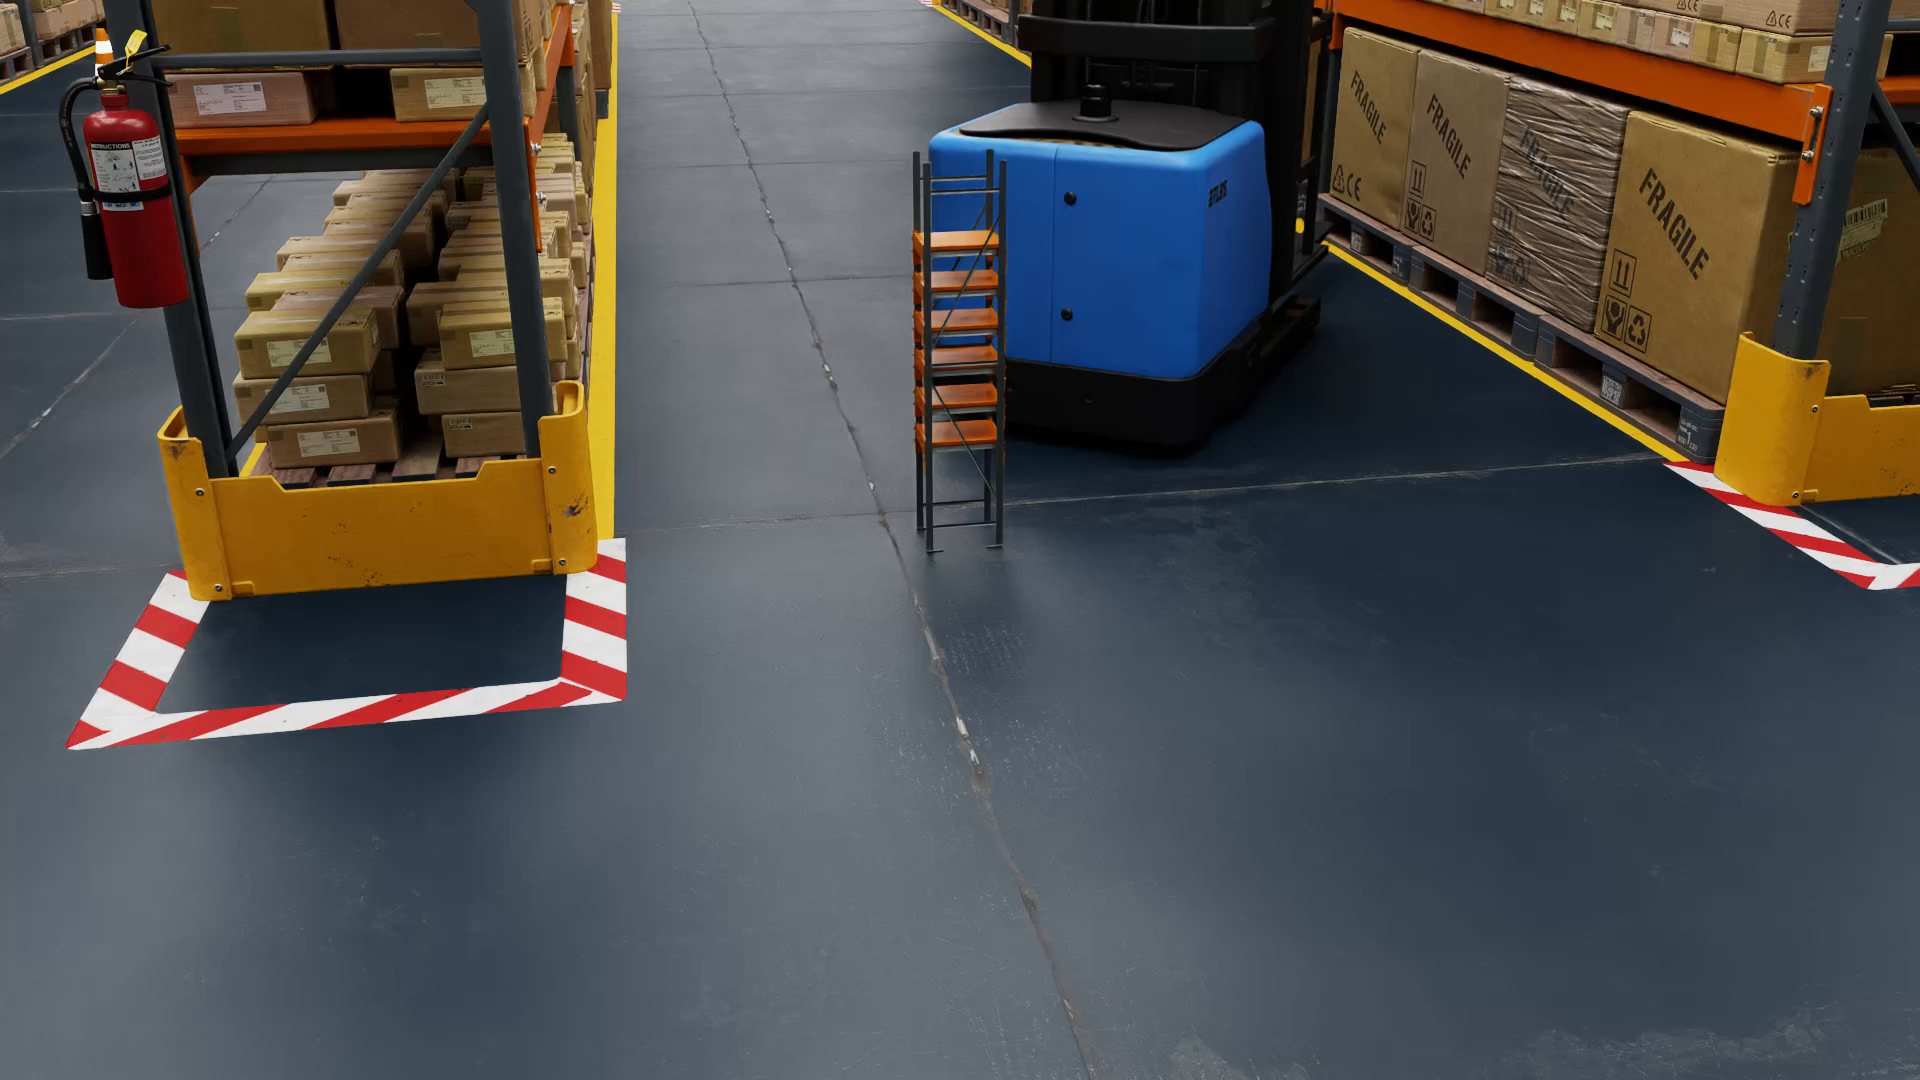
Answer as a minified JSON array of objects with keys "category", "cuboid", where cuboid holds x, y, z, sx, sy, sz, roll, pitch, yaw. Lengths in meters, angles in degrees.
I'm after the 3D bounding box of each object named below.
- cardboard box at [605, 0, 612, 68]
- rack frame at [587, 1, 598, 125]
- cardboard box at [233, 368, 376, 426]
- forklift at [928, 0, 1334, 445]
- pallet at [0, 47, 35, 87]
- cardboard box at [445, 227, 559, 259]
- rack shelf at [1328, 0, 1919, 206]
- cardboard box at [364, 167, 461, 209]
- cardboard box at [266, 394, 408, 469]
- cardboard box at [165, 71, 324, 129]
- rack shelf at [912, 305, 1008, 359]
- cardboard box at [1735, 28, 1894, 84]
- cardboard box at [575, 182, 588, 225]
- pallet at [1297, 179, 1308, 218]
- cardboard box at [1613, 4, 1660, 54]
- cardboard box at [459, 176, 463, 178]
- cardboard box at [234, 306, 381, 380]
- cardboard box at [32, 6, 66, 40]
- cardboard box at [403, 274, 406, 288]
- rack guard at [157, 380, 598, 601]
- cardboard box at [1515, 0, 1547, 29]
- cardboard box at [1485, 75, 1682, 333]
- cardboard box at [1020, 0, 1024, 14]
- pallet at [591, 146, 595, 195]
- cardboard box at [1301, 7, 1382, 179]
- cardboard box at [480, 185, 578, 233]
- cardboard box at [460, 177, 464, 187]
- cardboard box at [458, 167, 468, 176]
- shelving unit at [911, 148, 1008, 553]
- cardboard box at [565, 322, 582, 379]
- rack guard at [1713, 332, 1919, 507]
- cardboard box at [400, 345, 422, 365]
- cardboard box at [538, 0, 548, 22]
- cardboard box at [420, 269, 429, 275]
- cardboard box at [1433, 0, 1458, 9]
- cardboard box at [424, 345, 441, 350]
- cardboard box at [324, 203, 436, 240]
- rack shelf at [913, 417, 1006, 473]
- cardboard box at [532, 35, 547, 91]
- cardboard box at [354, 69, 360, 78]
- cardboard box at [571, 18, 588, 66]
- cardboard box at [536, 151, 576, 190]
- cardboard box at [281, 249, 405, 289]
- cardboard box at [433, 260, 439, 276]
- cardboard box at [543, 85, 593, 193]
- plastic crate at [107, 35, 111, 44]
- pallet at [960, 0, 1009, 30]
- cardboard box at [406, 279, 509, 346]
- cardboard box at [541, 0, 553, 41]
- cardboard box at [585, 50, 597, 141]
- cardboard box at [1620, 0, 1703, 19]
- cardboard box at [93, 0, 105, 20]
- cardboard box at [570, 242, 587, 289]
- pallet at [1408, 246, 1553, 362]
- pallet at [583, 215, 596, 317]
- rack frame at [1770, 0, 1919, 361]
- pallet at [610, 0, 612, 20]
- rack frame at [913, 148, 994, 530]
[{"category":"cardboard box","cuboid":[-3.361,-4.170,13.337,1.050,0.750,0.750,-4,24,-9]},{"category":"rack frame","cuboid":[-3.172,-4.419,11.620,1.000,3.000,0.127,-4,24,-10]},{"category":"cardboard box","cuboid":[-2.071,-0.481,5.269,0.380,0.149,0.250,-5,24,-11]},{"category":"forklift","cuboid":[0.940,-2.233,6.701,1.130,2.935,3.031,10,26,22]},{"category":"pallet","cuboid":[-8.612,-4.002,14.150,1.003,0.211,1.213,-4,24,-10]},{"category":"cardboard box","cuboid":[-1.715,-1.071,6.250,0.380,0.149,0.250,-3,24,-8]},{"category":"rack shelf","cuboid":[2.831,-2.057,7.110,1.077,0.370,4.000,-4,24,-10]},{"category":"cardboard box","cuboid":[-2.414,-1.544,7.331,0.380,0.149,0.250,-5,24,-11]},{"category":"cardboard box","cuboid":[-1.995,-0.350,5.341,0.380,0.149,0.250,-4,24,-9]},{"category":"cardboard box","cuboid":[-2.031,-1.265,4.711,0.380,0.149,0.250,-4,24,-10]},{"category":"rack shelf","cuboid":[-0.003,-0.625,4.993,0.258,0.103,0.180,-4,24,-10]},{"category":"cardboard box","cuboid":[2.811,-1.600,5.480,0.380,0.149,0.250,-4,24,-9]},{"category":"cardboard box","cuboid":[-1.932,-1.558,7.735,0.380,0.149,0.250,-5,24,-12]},{"category":"pallet","cuboid":[2.244,-2.193,10.008,1.003,0.211,1.213,-4,24,-10]},{"category":"cardboard box","cuboid":[2.671,-1.900,6.166,0.380,0.149,0.250,-4,24,-9]},{"category":"cardboard box","cuboid":[-2.817,-2.165,9.058,0.500,0.500,0.500,-5,24,-11]},{"category":"cardboard box","cuboid":[-2.039,-0.620,5.217,0.380,0.149,0.250,-4,24,-9]},{"category":"cardboard box","cuboid":[-8.601,-4.771,15.336,0.500,0.250,0.500,-5,24,-12]},{"category":"cardboard box","cuboid":[-2.277,-0.888,6.201,0.380,0.149,0.250,-4,24,-9]},{"category":"rack guard","cuboid":[-1.707,-0.157,4.984,1.175,0.500,0.348,-4,24,-10]},{"category":"cardboard box","cuboid":[2.529,-2.202,6.857,0.380,0.149,0.250,-4,24,-9]},{"category":"cardboard box","cuboid":[2.835,-1.422,6.888,0.875,0.875,0.875,-4,24,-10]},{"category":"cardboard box","cuboid":[0.834,-5.752,17.270,0.500,0.500,0.500,3,24,7]},{"category":"pallet","cuboid":[-2.807,-2.355,10.378,1.003,0.211,1.213,-4,24,-10]},{"category":"cardboard box","cuboid":[2.323,-2.642,9.682,1.225,0.875,0.875,-4,24,-10]},{"category":"cardboard box","cuboid":[-1.797,-1.376,6.947,0.380,0.149,0.250,-5,24,-12]},{"category":"cardboard box","cuboid":[-2.545,-1.609,7.851,0.380,0.149,0.250,-4,24,-9]},{"category":"cardboard box","cuboid":[-2.572,-1.853,8.040,0.380,0.149,0.250,-3,24,-8]},{"category":"shelving unit","cuboid":[-0.003,-0.556,5.023,0.258,1.200,0.189,-4,24,-10]},{"category":"cardboard box","cuboid":[-1.596,-0.691,6.121,0.380,0.149,0.250,-4,24,-9]},{"category":"rack guard","cuboid":[3.205,-0.445,5.644,1.175,0.500,0.348,-4,24,-10]},{"category":"cardboard box","cuboid":[-2.165,-0.650,6.028,0.380,0.149,0.250,-4,24,-9]},{"category":"cardboard box","cuboid":[-1.706,-2.054,5.708,0.500,0.500,0.500,-4,24,-9]},{"category":"cardboard box","cuboid":[-2.405,-1.195,6.905,0.380,0.149,0.250,-4,24,-10]},{"category":"cardboard box","cuboid":[2.385,-2.506,7.554,0.380,0.149,0.250,-5,24,-10]},{"category":"cardboard box","cuboid":[-1.664,-0.721,5.819,0.380,0.149,0.250,-4,24,-9]},{"category":"cardboard box","cuboid":[-2.308,-1.237,6.628,0.380,0.149,0.250,-4,24,-9]},{"category":"rack shelf","cuboid":[-0.003,-0.295,5.137,0.258,0.103,0.180,-4,24,-10]},{"category":"cardboard box","cuboid":[-1.515,-1.516,5.287,0.380,0.149,0.250,-5,24,-11]},{"category":"cardboard box","cuboid":[-2.171,-1.561,5.391,0.380,0.149,0.250,-4,24,-8]},{"category":"cardboard box","cuboid":[-2.500,-2.957,9.933,0.500,0.250,0.500,-3,24,-8]},{"category":"cardboard box","cuboid":[-1.971,-1.689,7.663,0.380,0.149,0.250,-5,24,-10]},{"category":"cardboard box","cuboid":[-2.188,-0.923,5.908,0.380,0.149,0.250,-5,24,-12]},{"category":"cardboard box","cuboid":[-2.354,-1.167,7.211,0.380,0.149,0.250,-5,24,-12]},{"category":"cardboard box","cuboid":[-2.308,-2.203,9.145,0.500,0.500,0.500,-3,24,-8]},{"category":"plastic crate","cuboid":[-8.242,-4.927,16.430,0.402,0.080,0.583,-13,27,-28]},{"category":"pallet","cuboid":[0.594,-5.784,18.230,1.003,0.211,1.213,-4,24,-10]},{"category":"cardboard box","cuboid":[-1.625,-0.762,5.540,0.380,0.149,0.250,-4,24,-9]},{"category":"cardboard box","cuboid":[-1.790,-2.026,6.455,0.380,0.149,0.250,-4,24,-9]},{"category":"cardboard box","cuboid":[-2.587,-2.815,10.546,0.500,0.500,0.500,-5,24,-12]},{"category":"cardboard box","cuboid":[2.757,-2.038,5.984,0.500,0.250,0.500,-5,24,-11]},{"category":"cardboard box","cuboid":[-8.893,-5.384,16.741,0.500,0.250,0.500,-5,24,-12]},{"category":"cardboard box","cuboid":[-1.833,-1.196,7.277,0.380,0.149,0.250,-4,24,-10]},{"category":"pallet","cuboid":[2.754,-1.109,7.526,1.003,0.211,1.213,-4,24,-10]},{"category":"pallet","cuboid":[-2.273,-1.306,7.977,1.003,0.211,1.213,-4,24,-10]},{"category":"rack frame","cuboid":[3.201,-1.600,5.165,1.000,3.000,0.127,-4,24,-10]},{"category":"pallet","cuboid":[-4.426,-5.979,18.676,1.003,0.211,1.213,-4,24,-10]},{"category":"rack frame","cuboid":[-0.020,-0.592,5.105,0.240,1.200,0.006,-4,24,-10]}]
